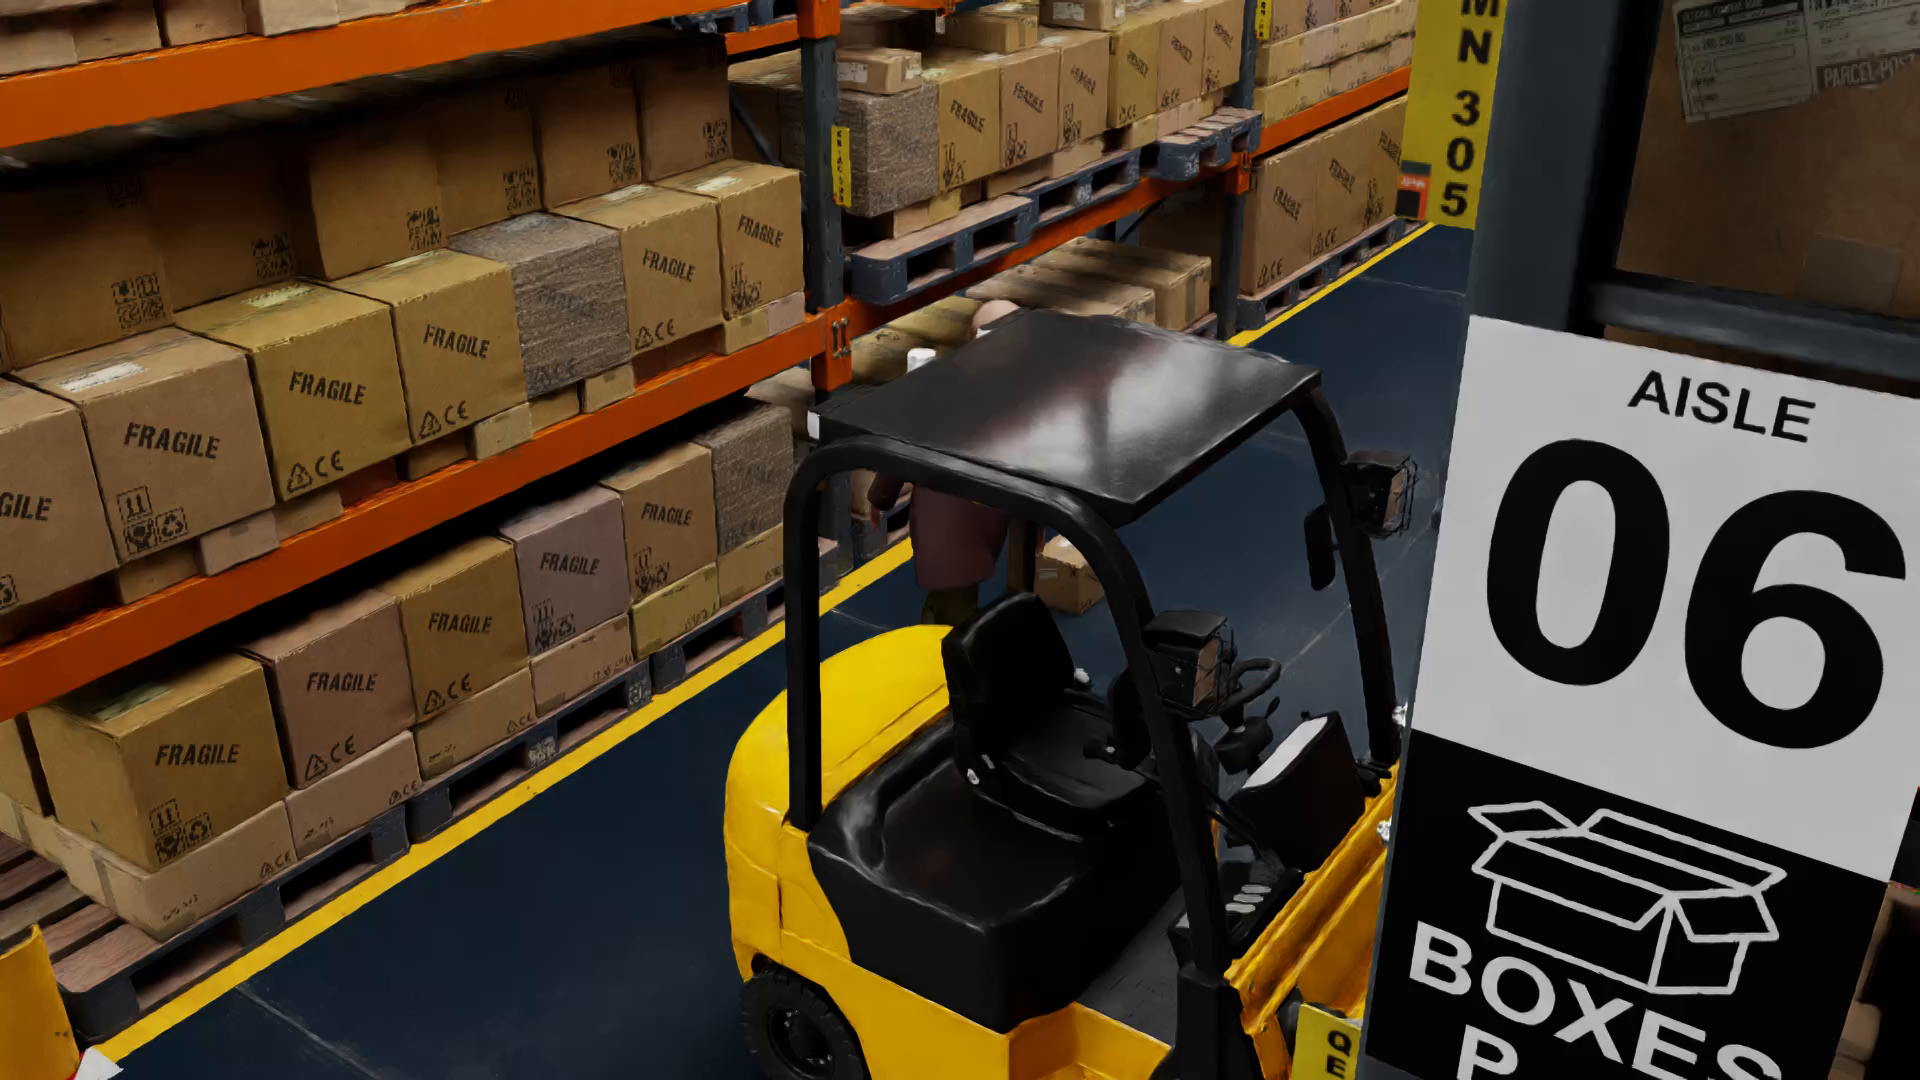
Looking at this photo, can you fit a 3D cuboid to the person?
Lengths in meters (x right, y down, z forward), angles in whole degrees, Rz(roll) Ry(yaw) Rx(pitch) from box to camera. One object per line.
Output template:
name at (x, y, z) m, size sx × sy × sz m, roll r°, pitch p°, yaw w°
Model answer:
person at (0.003, -0.089, 6.332) m, size 0.617 × 1.742 × 0.764 m, roll -17°, pitch 31°, yaw -30°
